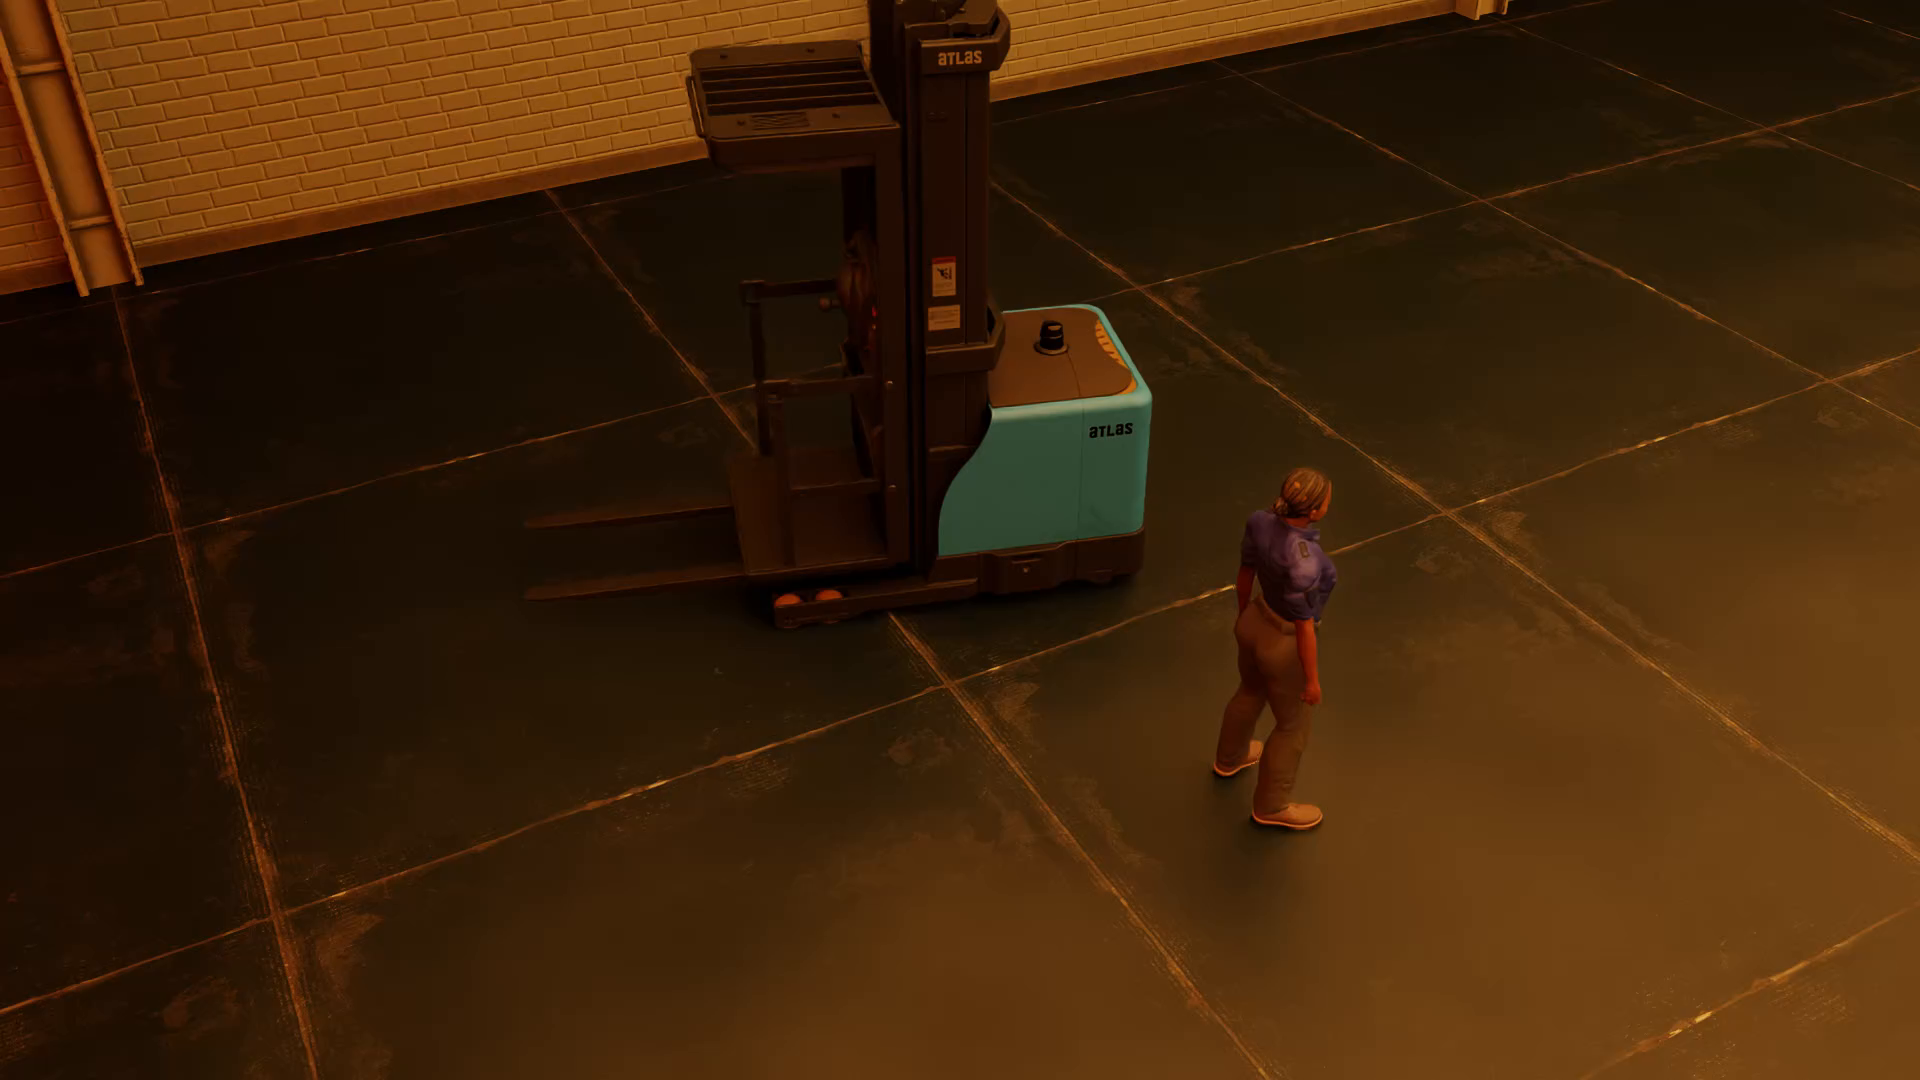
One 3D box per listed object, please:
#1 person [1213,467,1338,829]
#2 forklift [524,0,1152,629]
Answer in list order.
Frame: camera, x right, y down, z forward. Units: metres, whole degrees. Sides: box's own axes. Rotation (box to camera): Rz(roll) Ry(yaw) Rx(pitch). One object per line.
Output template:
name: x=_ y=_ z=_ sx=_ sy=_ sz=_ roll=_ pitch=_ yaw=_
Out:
person: x=1.291 y=0.412 z=6.657 sx=0.318 sy=1.663 sz=0.567 roll=-13 pitch=37 yaw=-18
forklift: x=-0.651 y=-1.099 z=7.678 sx=3.031 sy=2.935 sz=1.130 roll=-7 pitch=36 yaw=-10
